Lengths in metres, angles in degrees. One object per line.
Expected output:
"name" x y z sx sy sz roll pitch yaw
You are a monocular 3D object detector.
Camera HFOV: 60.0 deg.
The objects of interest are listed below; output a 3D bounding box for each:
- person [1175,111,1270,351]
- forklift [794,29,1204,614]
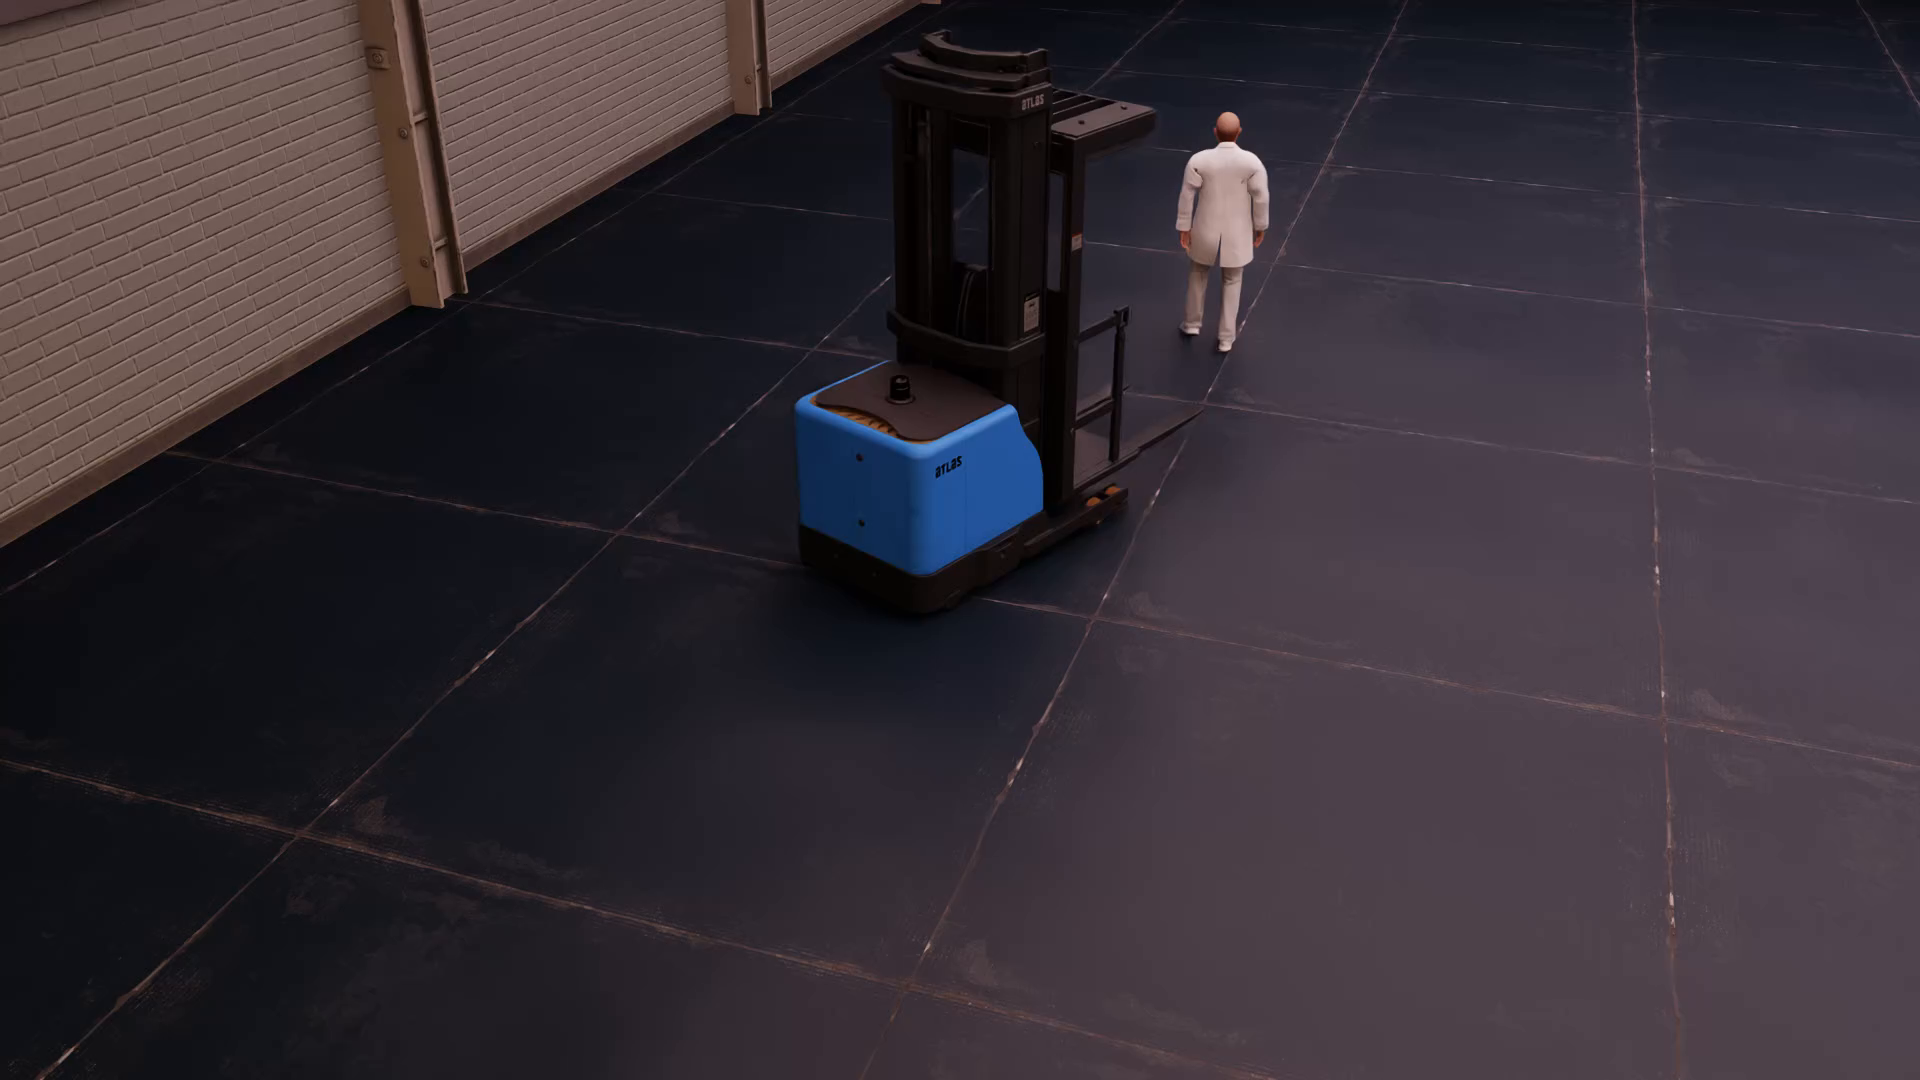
"person" 1.957 -2.313 12.421 0.681 1.817 0.571 6 30 10
"forklift" 0.400 -1.515 9.794 1.130 2.935 3.031 23 37 35
